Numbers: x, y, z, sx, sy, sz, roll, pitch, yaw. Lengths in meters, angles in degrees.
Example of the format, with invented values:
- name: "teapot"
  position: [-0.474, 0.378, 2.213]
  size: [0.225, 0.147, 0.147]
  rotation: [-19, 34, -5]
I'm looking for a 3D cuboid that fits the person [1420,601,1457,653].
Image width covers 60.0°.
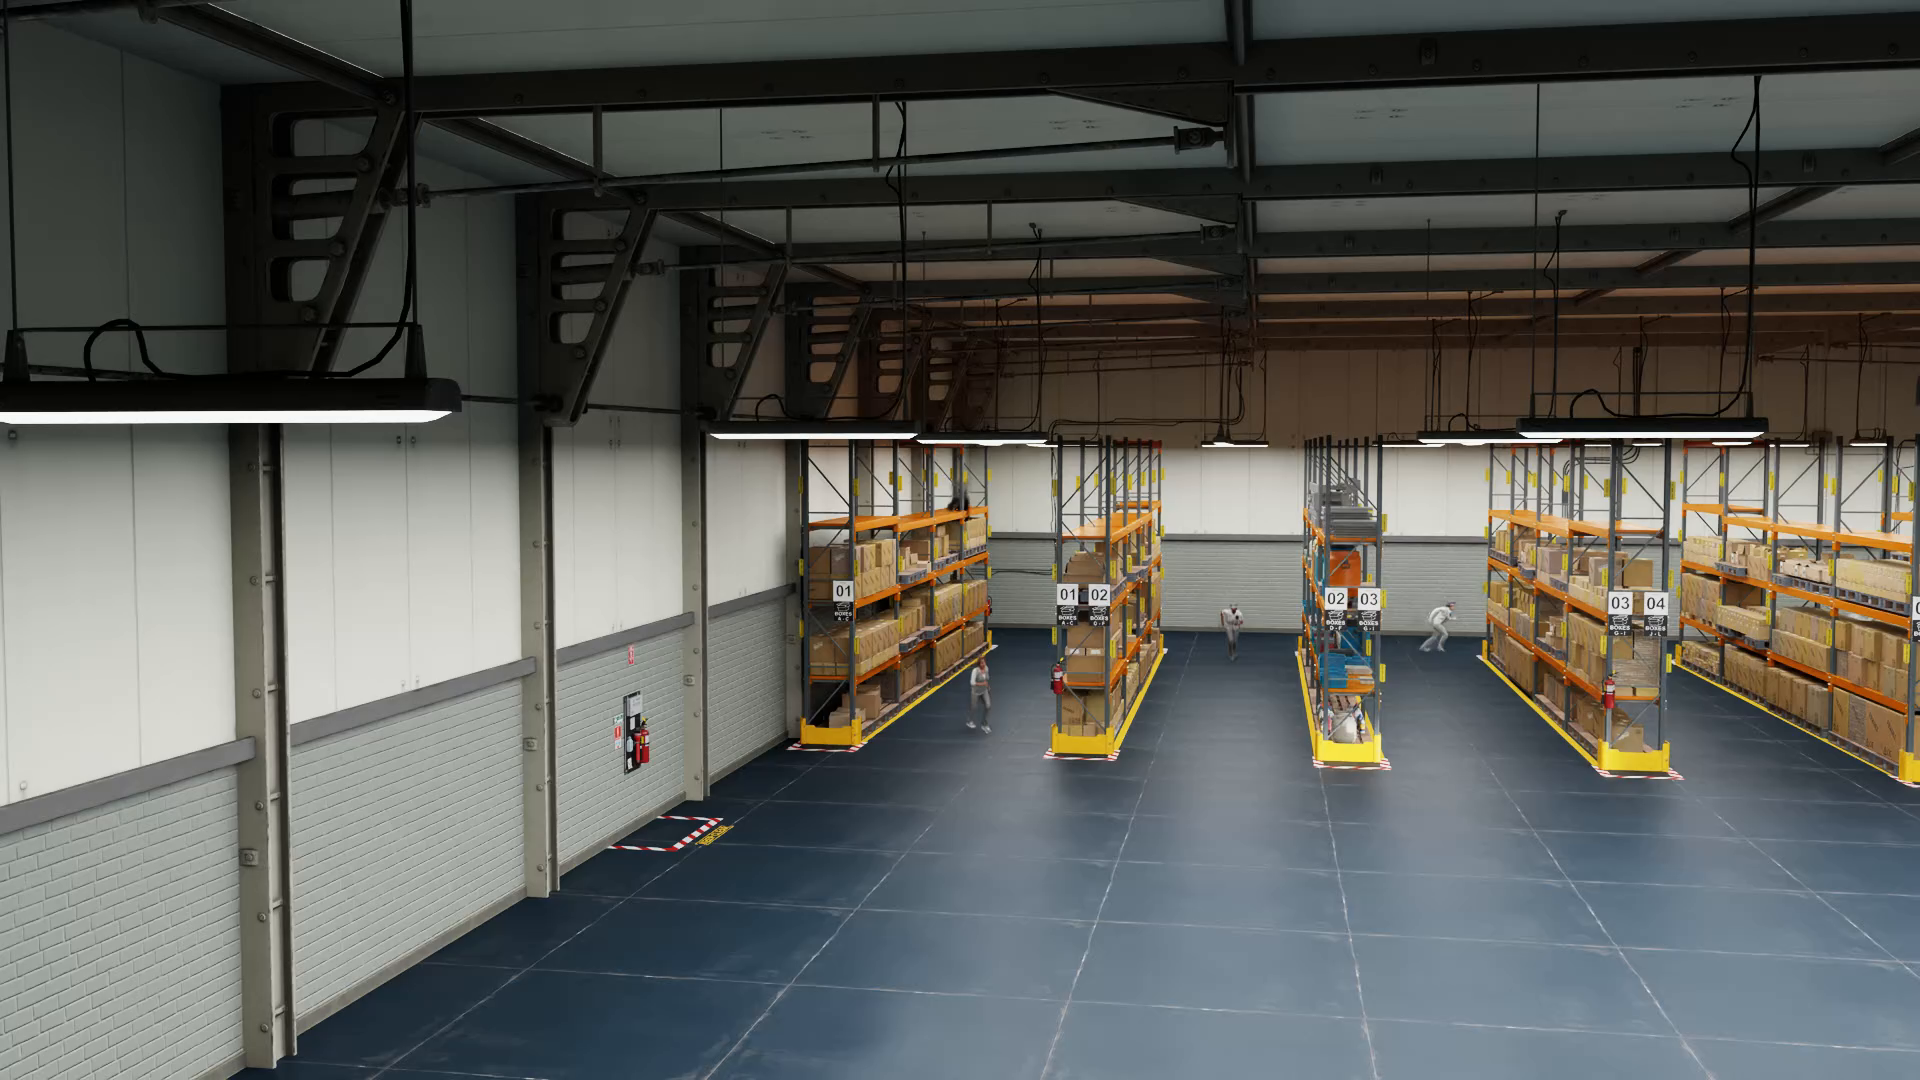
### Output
- name: "person"
  position: [13.599, 2.459, 47.182]
  size: [0.983, 1.471, 0.611]
  rotation: [2, 3, 28]

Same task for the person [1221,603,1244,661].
- name: "person"
  position: [7.460, 2.509, 45.582]
  size: [0.617, 1.613, 0.956]
  rotation: [0, 3, 8]

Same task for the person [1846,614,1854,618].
- name: "person"
  position: [21.462, 2.677, 40.154]
  size: [0.664, 1.770, 0.883]
  rotation: [0, 3, 1]

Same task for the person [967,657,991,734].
- name: "person"
  position: [0.400, 3.129, 33.708]
  size: [0.539, 1.552, 0.915]
  rotation: [-1, 3, -24]

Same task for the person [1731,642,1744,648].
- name: "person"
  position: [20.995, 2.493, 44.819]
  size: [0.719, 1.602, 0.783]
  rotation: [-2, 4, -30]
